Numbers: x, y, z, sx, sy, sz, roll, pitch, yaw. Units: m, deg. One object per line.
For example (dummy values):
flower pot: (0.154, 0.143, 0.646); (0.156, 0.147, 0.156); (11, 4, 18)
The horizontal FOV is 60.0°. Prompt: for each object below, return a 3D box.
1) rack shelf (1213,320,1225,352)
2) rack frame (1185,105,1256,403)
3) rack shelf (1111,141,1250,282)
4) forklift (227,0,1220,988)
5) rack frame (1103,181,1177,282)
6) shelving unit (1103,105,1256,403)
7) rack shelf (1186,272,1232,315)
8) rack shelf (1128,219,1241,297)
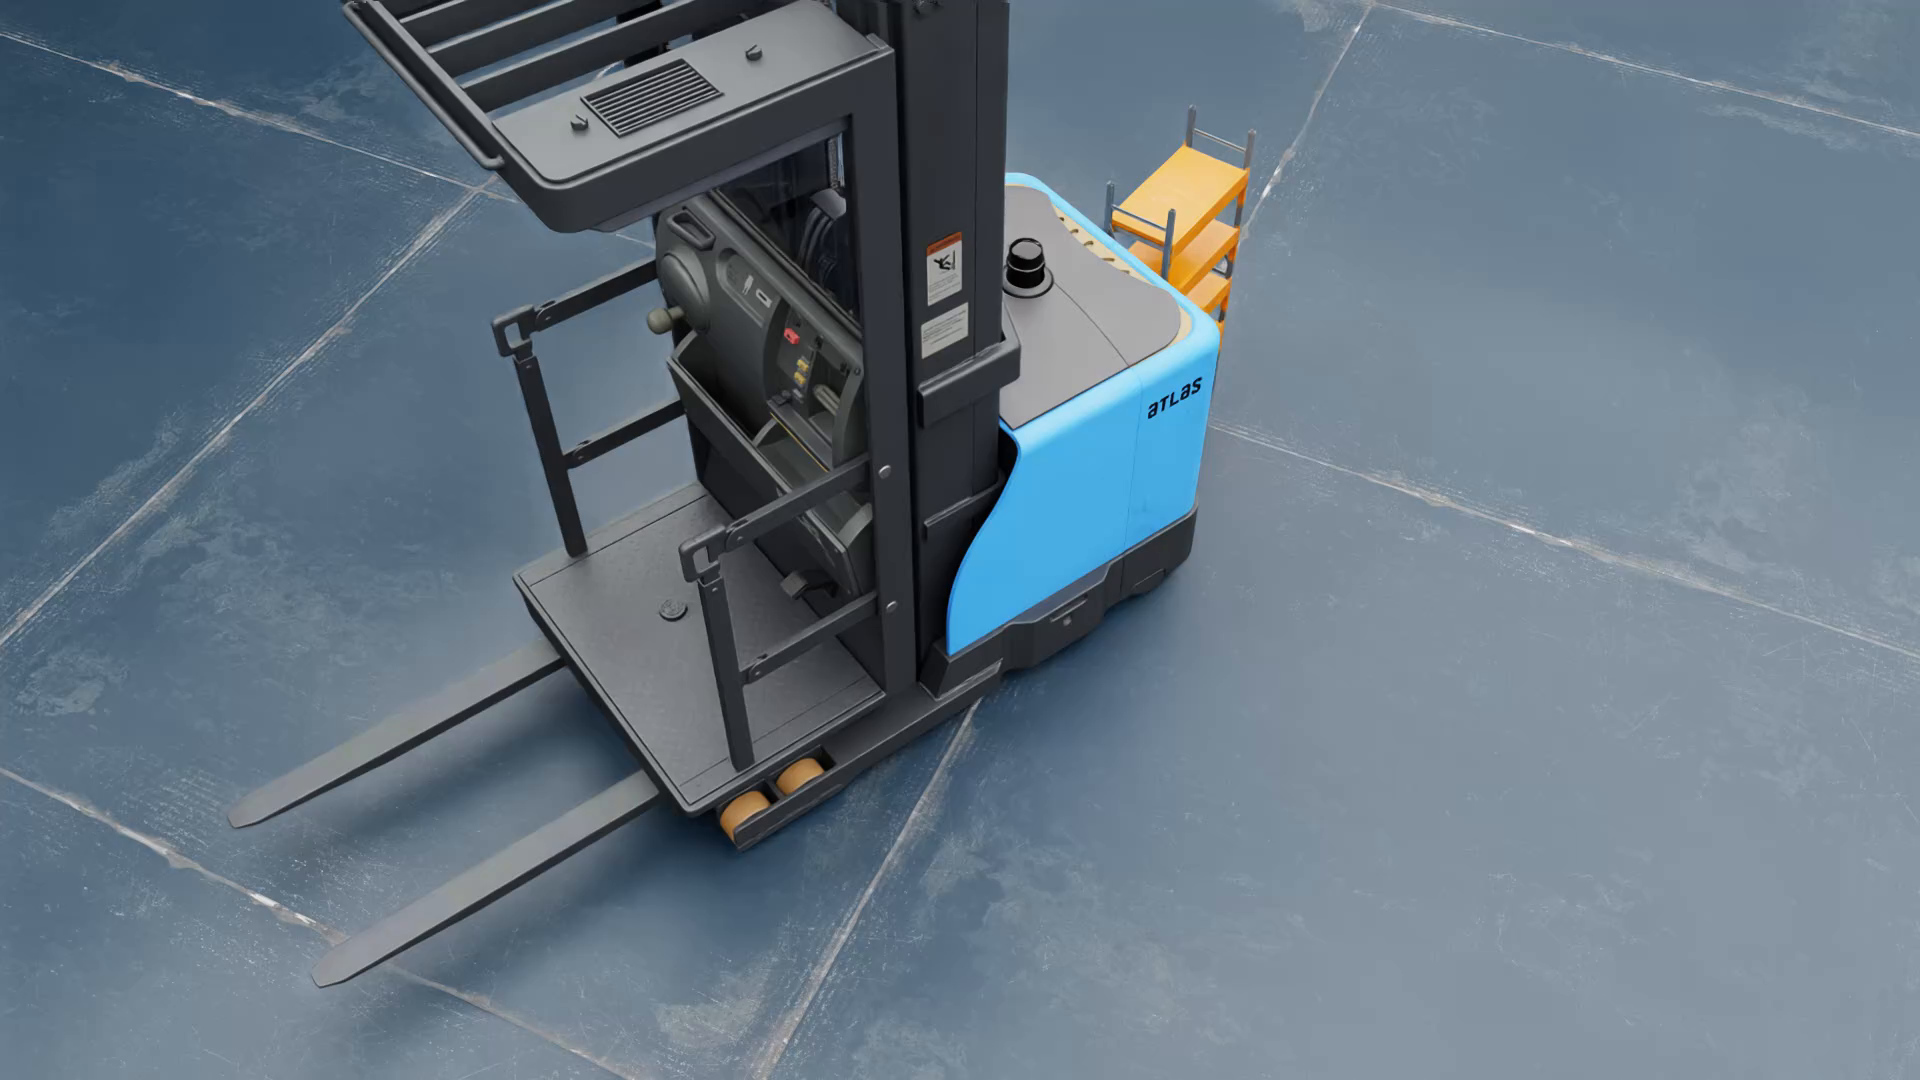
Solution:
rack shelf: (0.697, -0.635, 5.852); (0.258, 0.148, 0.480); (29, 55, 22)
rack frame: (0.840, -0.958, 5.777); (0.240, 1.200, 0.015); (29, 55, 22)
rack shelf: (0.697, -1.062, 5.350); (0.258, 0.148, 0.480); (29, 55, 22)
forklift: (-0.700, -0.501, 4.252); (3.031, 2.935, 1.130); (-30, 56, -23)
rack frame: (0.553, -0.657, 5.521); (0.240, 1.200, 0.015); (29, 55, 22)
shelving unit: (0.697, -0.807, 5.649); (0.258, 1.200, 0.503); (29, 55, 22)
rack shelf: (0.697, -0.764, 5.700); (0.258, 0.148, 0.480); (29, 55, 22)
rack shelf: (0.697, -0.909, 5.530); (0.258, 0.148, 0.480); (29, 55, 22)
